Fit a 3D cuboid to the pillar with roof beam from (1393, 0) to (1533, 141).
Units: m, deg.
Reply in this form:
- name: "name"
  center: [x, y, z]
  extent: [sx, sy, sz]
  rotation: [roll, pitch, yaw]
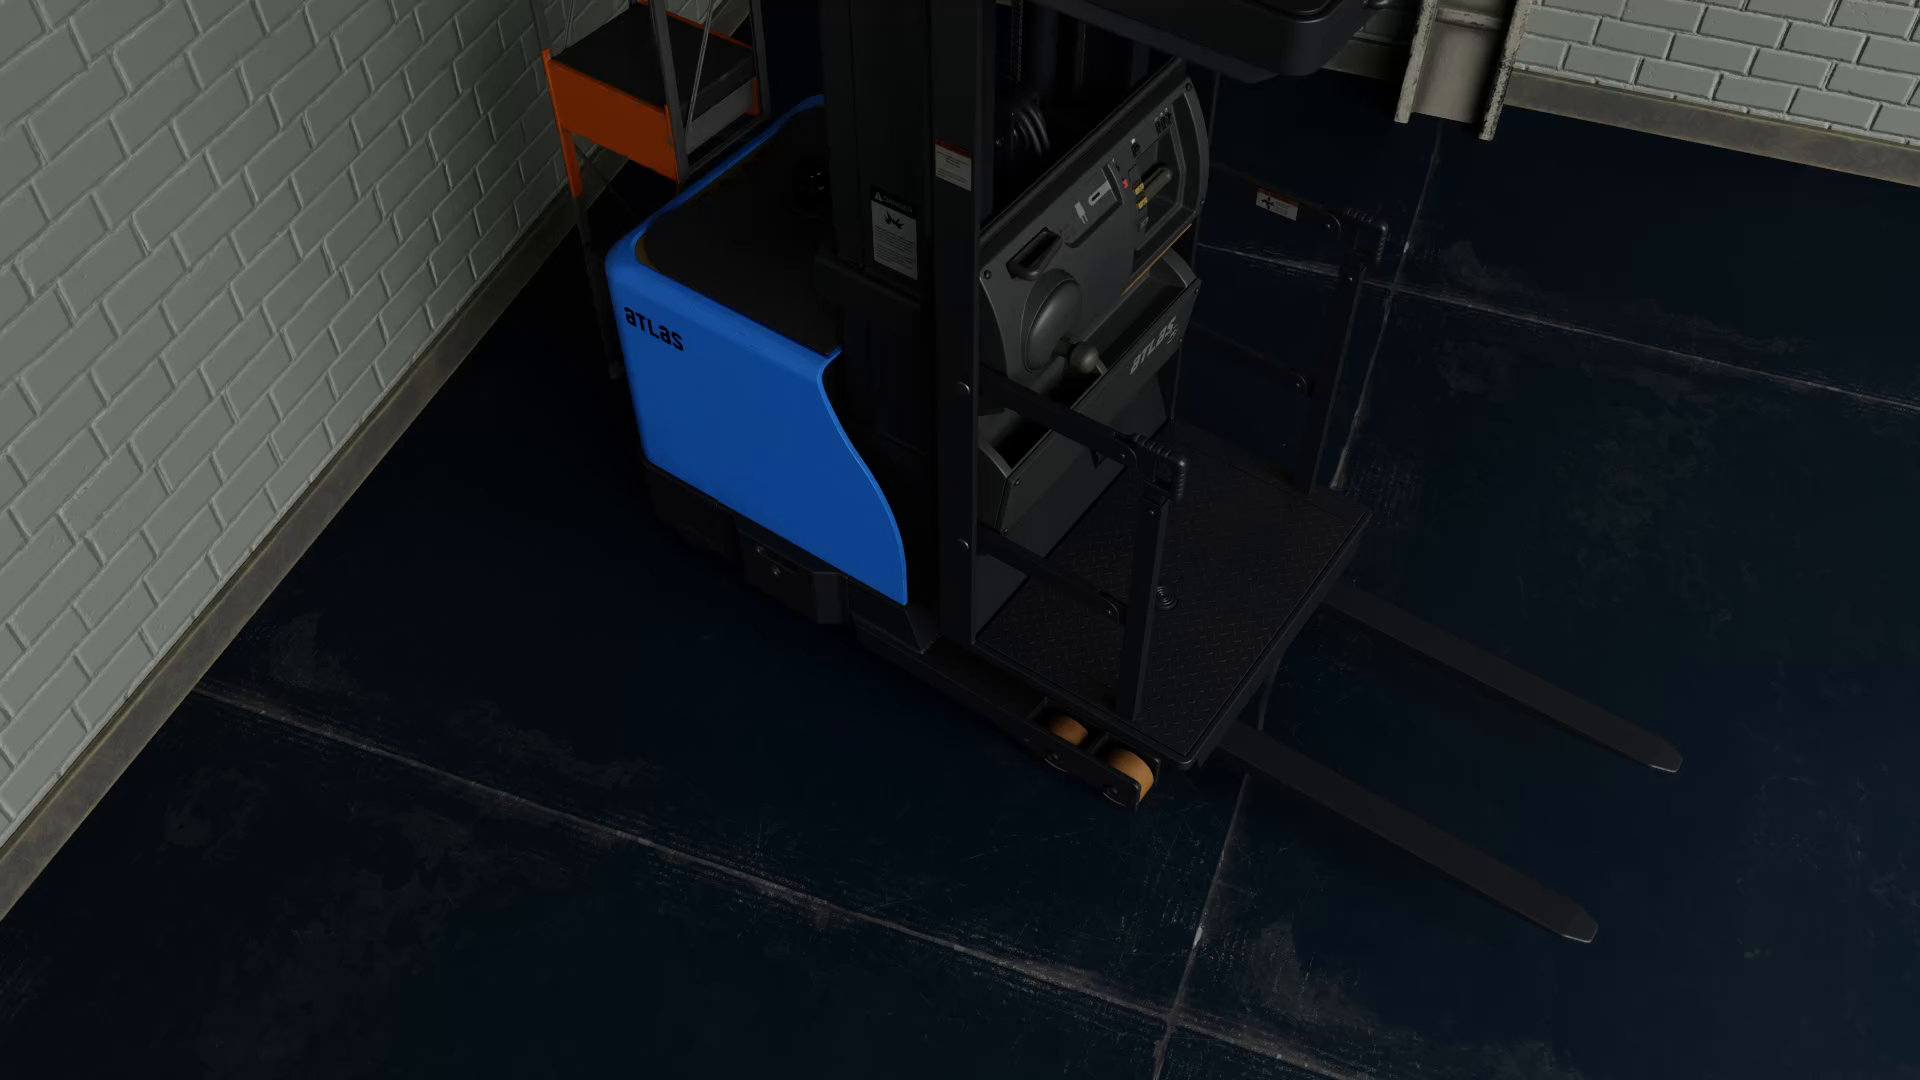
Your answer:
- name: "pillar with roof beam"
  center: [0.496, -1.648, 0.723]
  extent: [0.400, 9.000, 9.100]
  rotation: [16, 51, 13]

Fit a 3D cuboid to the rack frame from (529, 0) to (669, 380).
- name: "rack frame"
  center: [-1.082, -1.366, 5.044]
  extent: [0.015, 2.100, 0.400]
  rotation: [28, 55, 22]

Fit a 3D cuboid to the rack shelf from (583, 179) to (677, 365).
- name: "rack shelf"
  center: [-0.883, -0.792, 5.491]
  extent: [0.480, 0.518, 0.431]
  rotation: [28, 55, 22]

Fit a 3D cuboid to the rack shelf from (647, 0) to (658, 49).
- name: "rack shelf"
  center: [-0.883, -1.709, 4.433]
  extent: [0.480, 0.518, 0.431]
  rotation: [28, 55, 22]

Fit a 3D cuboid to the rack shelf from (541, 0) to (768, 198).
- name: "rack shelf"
  center: [-0.883, -1.250, 4.962]
  extent: [0.480, 0.518, 0.431]
  rotation: [28, 55, 22]

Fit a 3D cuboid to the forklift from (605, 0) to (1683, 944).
- name: "forklift"
  center: [0.509, -0.687, 3.906]
  extent: [3.031, 2.935, 1.130]
  rotation: [28, 55, 22]

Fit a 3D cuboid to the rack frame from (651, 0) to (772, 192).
- name: "rack frame"
  center: [-0.684, -1.153, 4.860]
  extent: [0.015, 2.100, 0.400]
  rotation: [28, 55, 22]

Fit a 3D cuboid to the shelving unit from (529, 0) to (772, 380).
- name: "shelving unit"
  center: [-0.883, -1.259, 4.952]
  extent: [0.503, 2.100, 0.431]
  rotation: [28, 55, 22]
